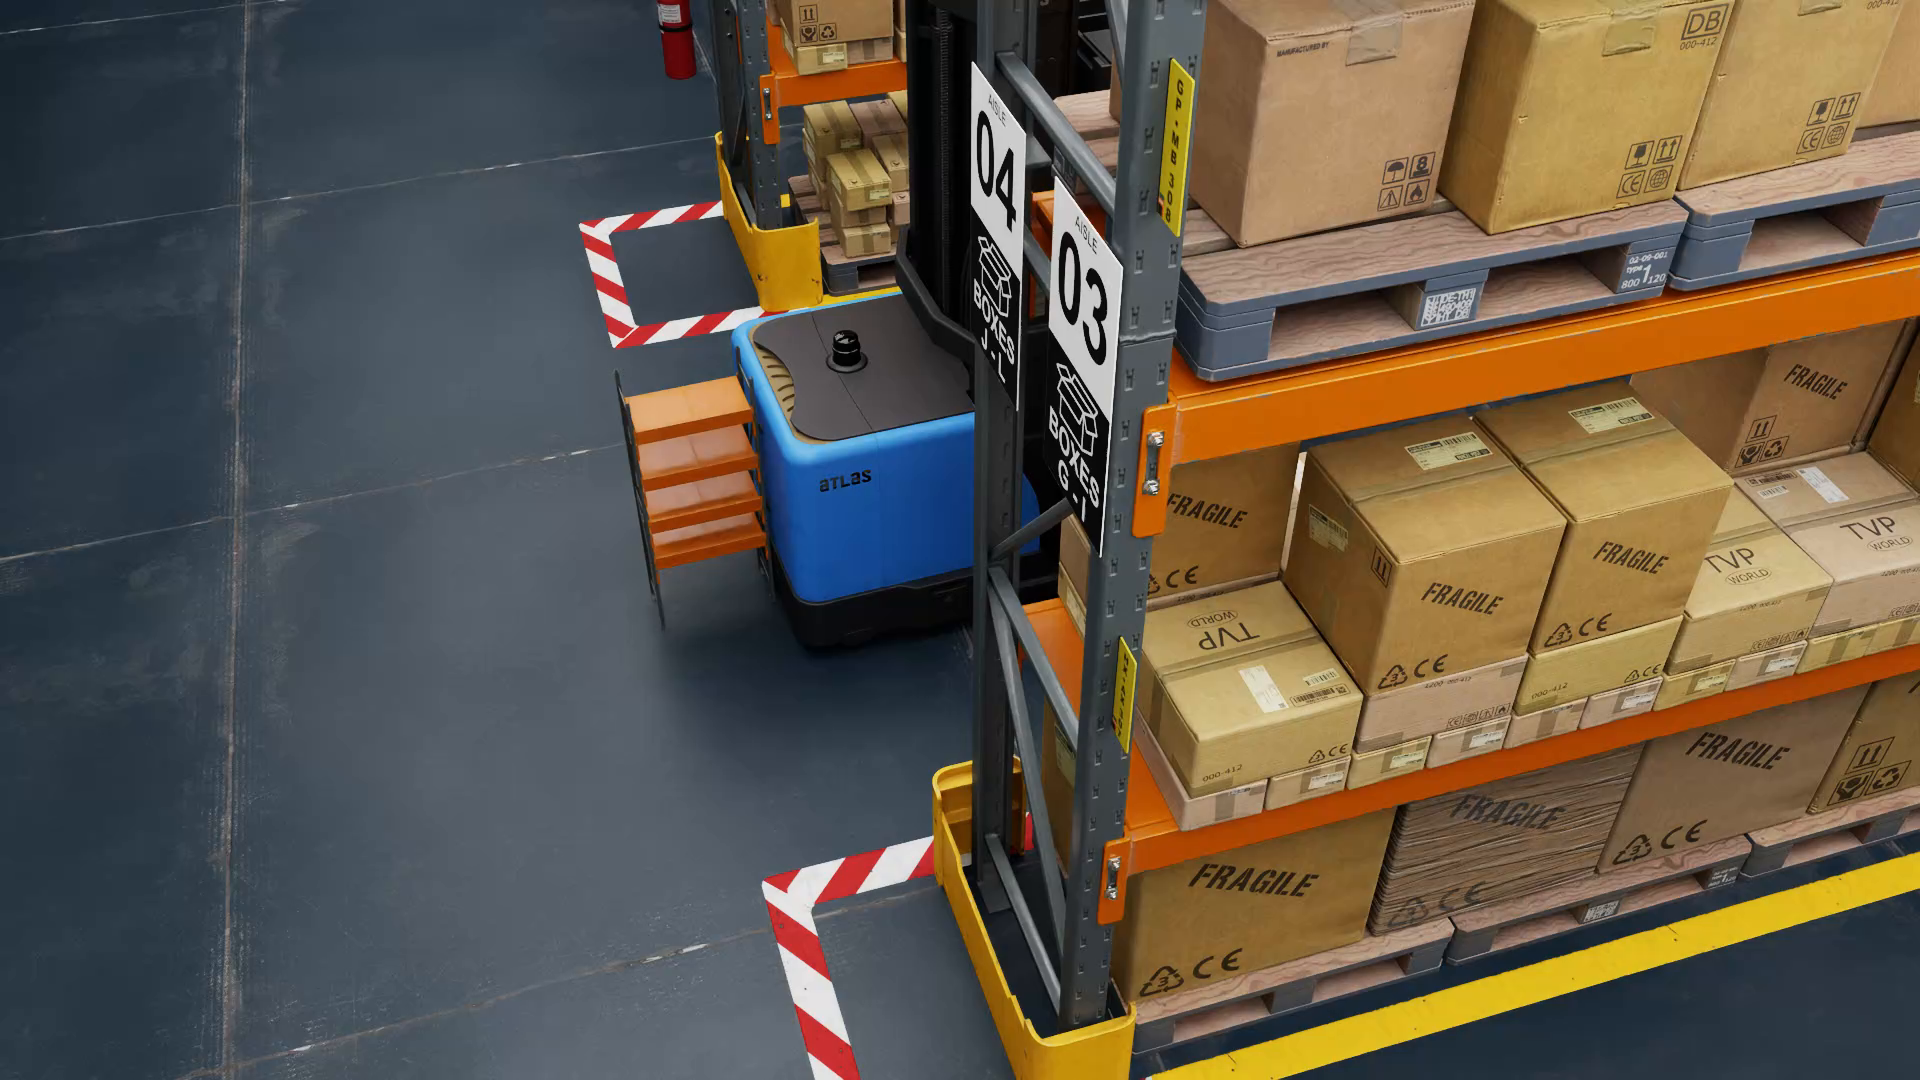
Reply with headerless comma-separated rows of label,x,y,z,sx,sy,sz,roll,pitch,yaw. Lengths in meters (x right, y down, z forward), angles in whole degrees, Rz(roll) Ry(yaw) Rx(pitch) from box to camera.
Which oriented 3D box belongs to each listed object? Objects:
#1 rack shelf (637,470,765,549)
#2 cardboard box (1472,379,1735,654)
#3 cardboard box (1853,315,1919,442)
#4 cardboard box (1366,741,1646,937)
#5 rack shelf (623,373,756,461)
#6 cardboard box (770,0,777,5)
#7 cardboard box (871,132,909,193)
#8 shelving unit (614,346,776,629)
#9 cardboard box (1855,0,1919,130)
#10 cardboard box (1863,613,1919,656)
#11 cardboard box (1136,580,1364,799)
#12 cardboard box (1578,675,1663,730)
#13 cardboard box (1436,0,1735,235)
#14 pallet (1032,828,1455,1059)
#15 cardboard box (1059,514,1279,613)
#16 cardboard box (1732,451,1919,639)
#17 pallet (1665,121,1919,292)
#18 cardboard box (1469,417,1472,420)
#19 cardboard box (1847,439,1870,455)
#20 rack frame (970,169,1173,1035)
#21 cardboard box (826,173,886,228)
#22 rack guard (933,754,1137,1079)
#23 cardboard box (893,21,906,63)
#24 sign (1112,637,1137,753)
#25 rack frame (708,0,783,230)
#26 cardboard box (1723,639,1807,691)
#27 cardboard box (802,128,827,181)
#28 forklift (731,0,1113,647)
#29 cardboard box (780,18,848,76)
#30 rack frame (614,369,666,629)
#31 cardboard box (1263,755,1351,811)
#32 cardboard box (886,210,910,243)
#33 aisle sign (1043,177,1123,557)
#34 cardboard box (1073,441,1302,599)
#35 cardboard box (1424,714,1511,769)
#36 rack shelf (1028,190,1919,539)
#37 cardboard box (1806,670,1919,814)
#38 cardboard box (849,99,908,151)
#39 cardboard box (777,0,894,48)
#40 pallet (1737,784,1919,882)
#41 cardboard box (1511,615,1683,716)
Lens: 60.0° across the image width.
rack shelf,-1.085,-0.148,6.960,0.480,0.148,0.258,-13,43,-15
cardboard box,1.757,-0.072,4.720,0.500,0.500,0.500,-13,43,-14
cardboard box,3.058,-0.705,5.445,0.500,0.500,0.500,-12,42,-13
cardboard box,1.703,0.682,5.835,0.875,0.875,0.875,-12,42,-13
rack shelf,-1.085,-0.495,6.657,0.480,0.148,0.258,-13,43,-15
cardboard box,-0.793,-3.136,8.607,0.500,0.500,0.500,-11,42,-12
cardboard box,-0.316,-2.065,9.079,0.250,0.149,0.380,-11,42,-12
shelving unit,-1.085,-0.199,6.916,0.503,1.200,0.258,-13,43,-15
cardboard box,2.280,-1.447,4.225,0.500,0.500,0.700,-10,42,-11
cardboard box,2.890,0.170,5.316,0.250,0.149,0.380,-11,42,-12
cardboard box,0.788,0.416,4.732,0.500,0.250,0.500,-13,43,-14
cardboard box,1.912,0.373,5.084,0.250,0.149,0.380,-12,43,-14
cardboard box,1.302,-1.138,3.872,0.500,0.500,0.700,-13,43,-15
pallet,0.988,1.240,6.020,1.213,0.211,1.003,-12,42,-13
cardboard box,0.631,0.079,5.117,0.500,0.250,0.500,-12,43,-14
cardboard box,2.742,0.007,5.199,0.500,0.250,0.500,-11,42,-12
pallet,2.119,-1.096,4.362,1.213,0.211,1.003,-12,42,-13
cardboard box,1.601,-0.122,5.347,0.500,0.250,0.500,-13,43,-15
cardboard box,3.061,-0.426,5.695,0.500,0.250,0.500,-12,43,-13
rack frame,0.249,0.397,4.866,0.127,3.000,1.000,-12,42,-13
cardboard box,-0.568,-1.875,9.087,0.250,0.149,0.380,-10,42,-11
rack guard,0.226,1.343,5.683,0.348,0.500,1.175,-12,42,-13
cardboard box,-0.234,-2.596,8.482,0.250,0.149,0.380,-13,43,-14
sign,0.410,0.390,4.155,0.005,0.325,0.100,-12,42,-13
rack frame,-1.145,-2.736,8.451,0.127,3.000,1.000,-12,42,-13
cardboard box,2.403,0.270,5.201,0.250,0.149,0.380,-11,42,-12
cardboard box,-0.727,-2.216,9.478,0.250,0.149,0.380,-13,43,-14
forklift,0.593,-1.243,6.794,3.031,2.935,1.130,-13,43,-15
cardboard box,-0.737,-2.500,8.372,0.250,0.149,0.380,-12,43,-13
rack frame,-1.315,-0.145,6.854,0.015,1.200,0.240,-13,43,-15
cardboard box,0.931,0.577,4.851,0.250,0.149,0.380,-12,43,-14
cardboard box,-0.324,-1.826,9.258,0.250,0.149,0.380,-12,43,-13
aisle sign,0.270,-0.380,3.779,0.004,0.787,0.394,-12,42,-13
cardboard box,0.635,-0.203,4.869,0.500,0.500,0.500,-11,42,-13
cardboard box,1.423,0.473,4.969,0.250,0.149,0.380,-12,43,-14
rack shelf,2.156,-0.857,4.568,4.000,0.370,1.077,-12,42,-13
cardboard box,3.411,0.328,6.240,0.875,0.875,0.875,-12,42,-13
cardboard box,-0.459,-2.322,9.373,0.250,0.149,0.380,-11,42,-12
cardboard box,-0.633,-2.801,8.224,0.500,0.500,0.500,-10,42,-11
pallet,3.315,0.757,6.572,1.213,0.211,1.003,-12,42,-13
cardboard box,1.762,0.212,4.965,0.500,0.250,0.500,-13,43,-14
